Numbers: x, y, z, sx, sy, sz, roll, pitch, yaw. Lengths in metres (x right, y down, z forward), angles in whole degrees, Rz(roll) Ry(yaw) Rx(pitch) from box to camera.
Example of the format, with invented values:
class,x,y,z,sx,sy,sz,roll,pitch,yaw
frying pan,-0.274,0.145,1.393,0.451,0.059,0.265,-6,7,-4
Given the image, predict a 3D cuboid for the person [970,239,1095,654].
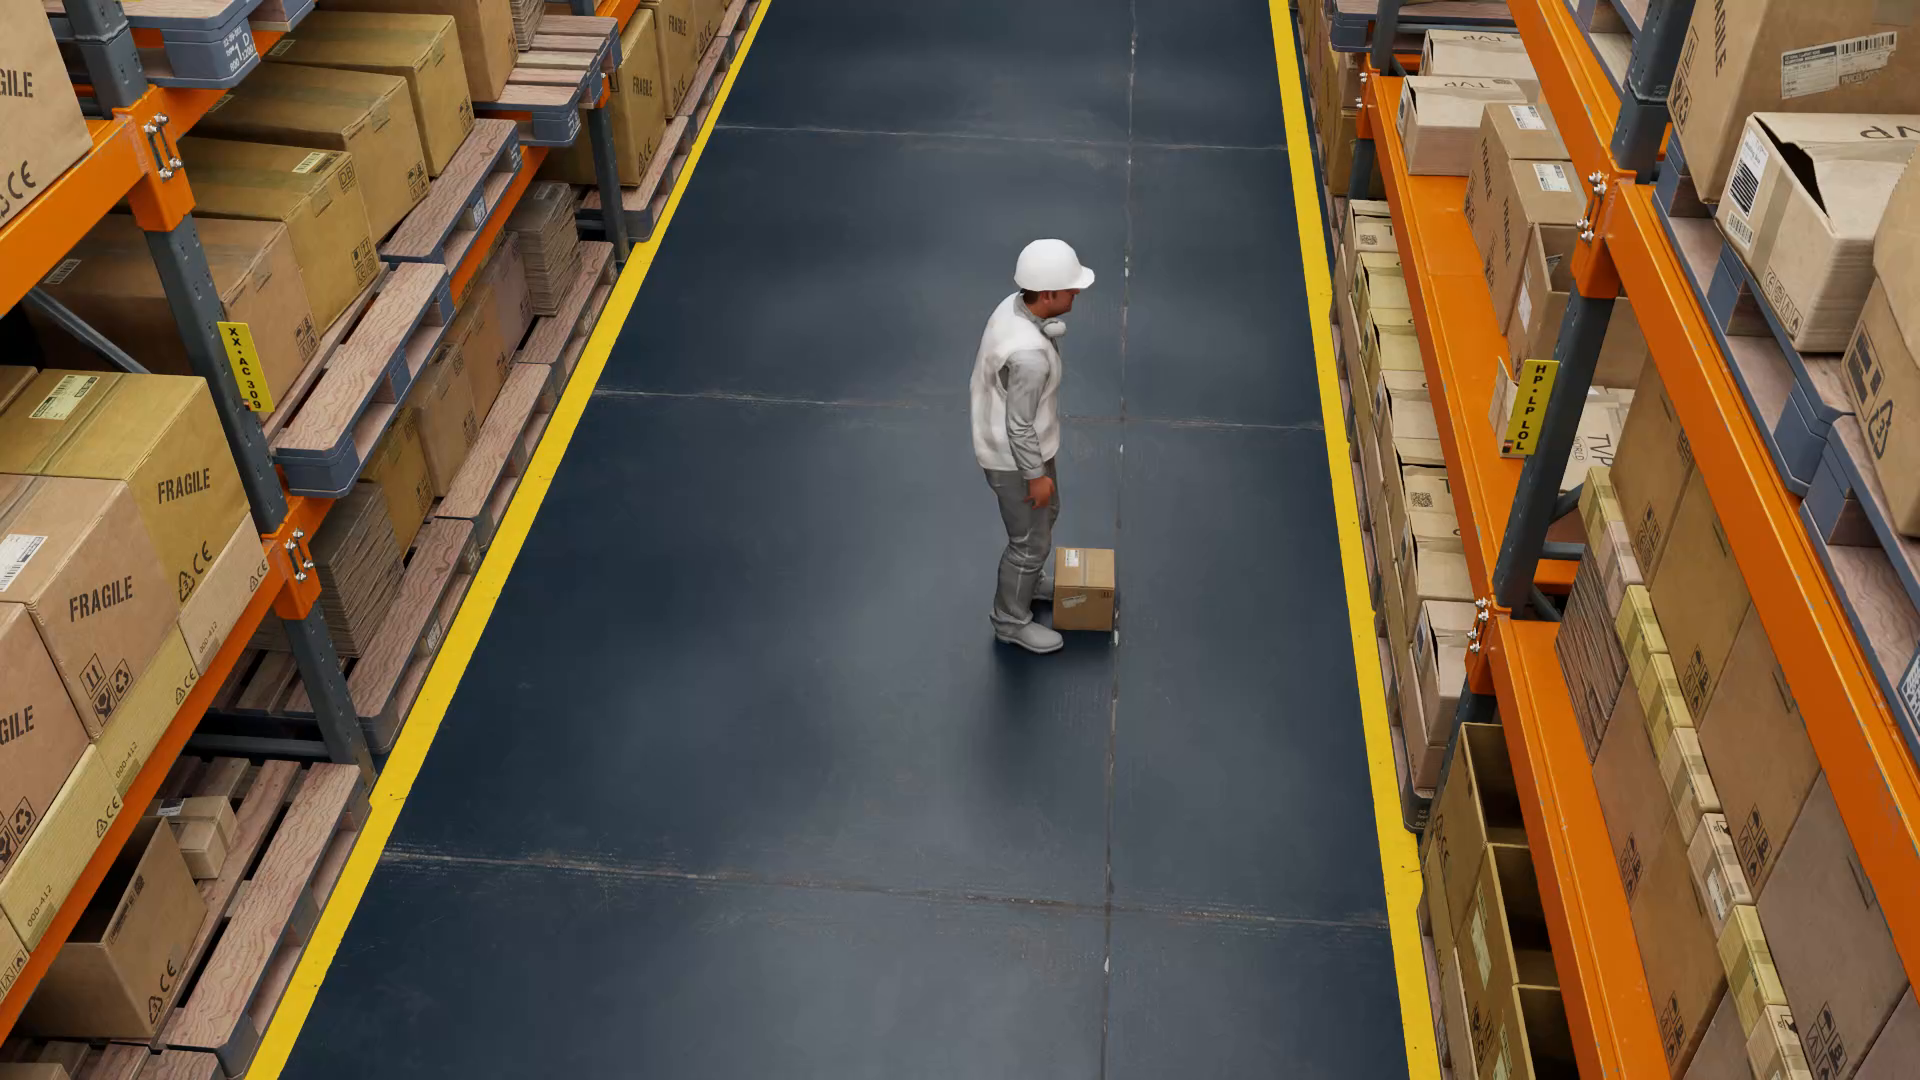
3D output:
class,x,y,z,sx,sy,sz,roll,pitch,yaw
person,0.272,-0.391,6.603,0.466,1.773,0.592,2,40,2
